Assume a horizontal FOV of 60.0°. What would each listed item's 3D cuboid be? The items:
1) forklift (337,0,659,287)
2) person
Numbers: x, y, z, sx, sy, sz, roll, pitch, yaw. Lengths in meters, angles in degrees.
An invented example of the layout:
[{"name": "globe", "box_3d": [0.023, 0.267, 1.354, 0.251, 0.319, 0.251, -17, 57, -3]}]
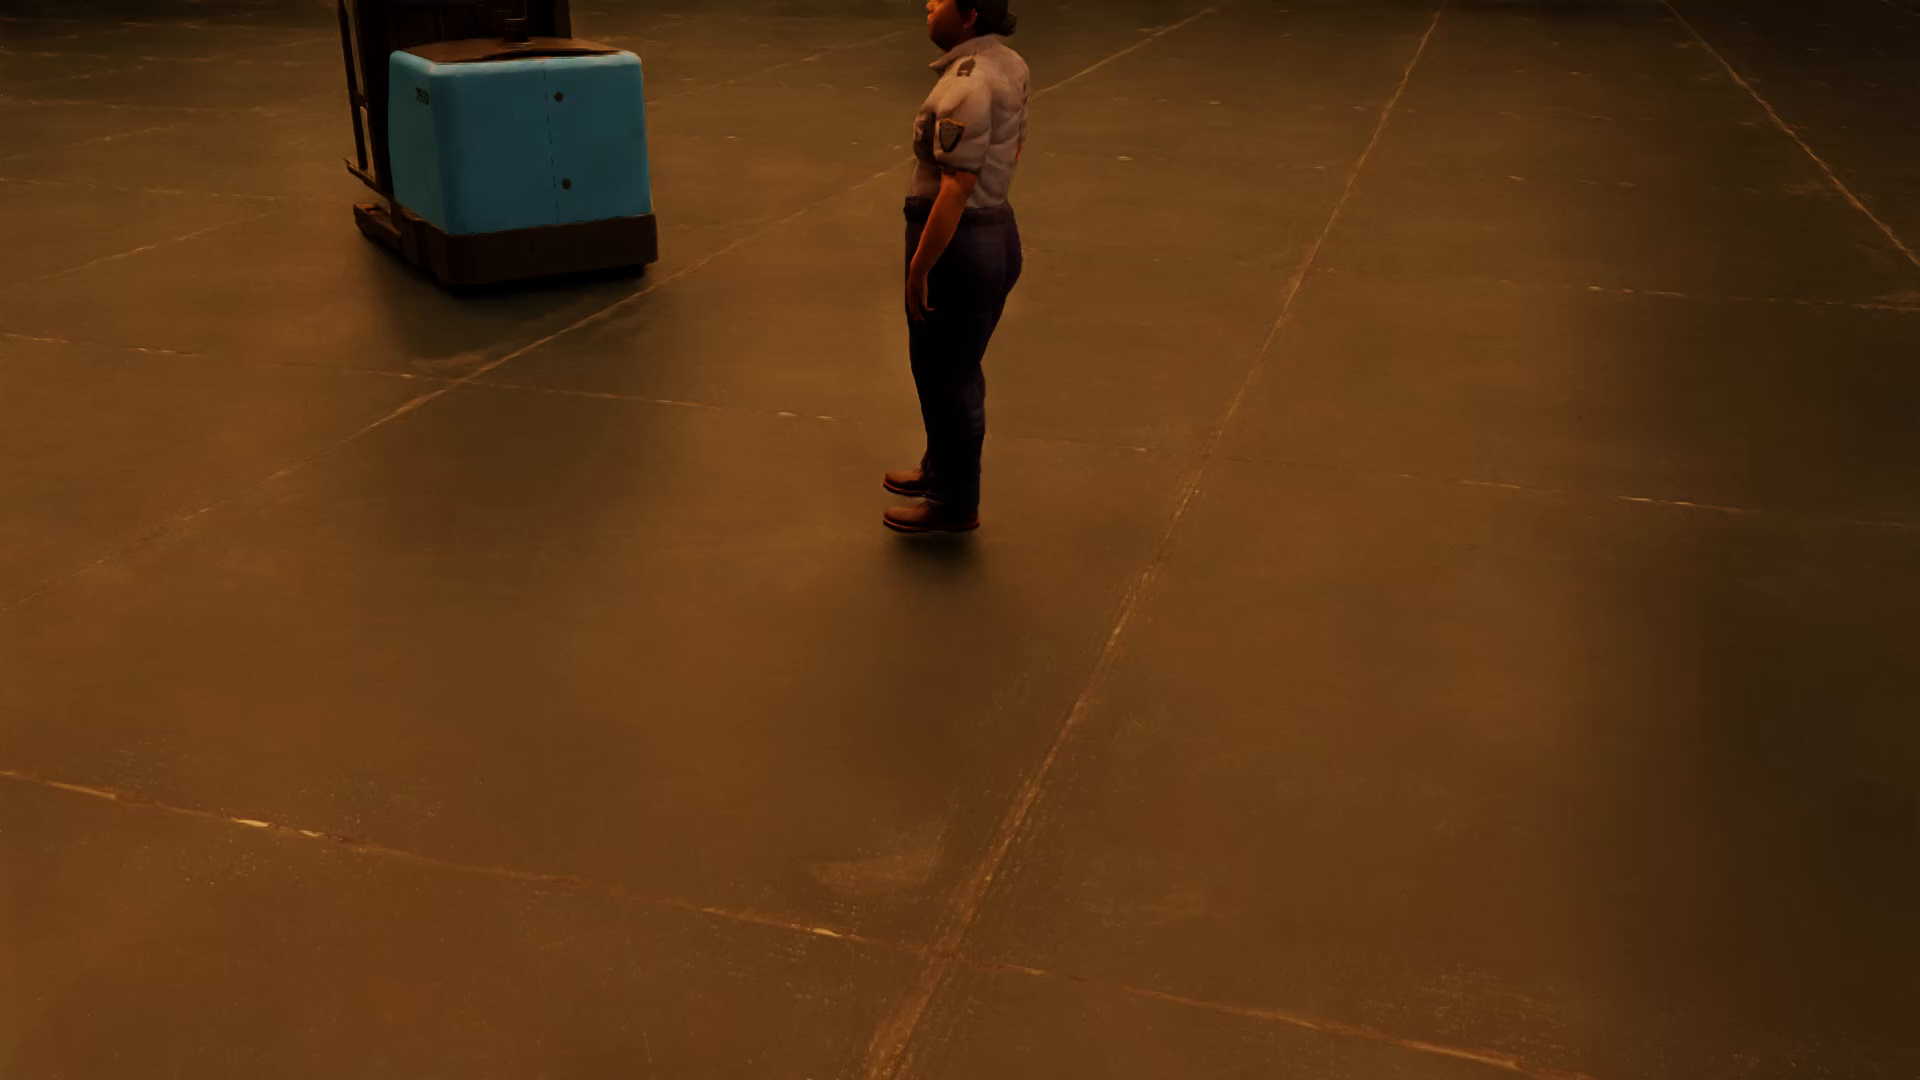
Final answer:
[{"name": "forklift", "box_3d": [-2.709, -3.073, 8.723, 1.130, 2.935, 3.031, -13, 26, -29]}, {"name": "person", "box_3d": [-0.078, -0.818, 4.835, 0.503, 1.640, 0.599, 7, 23, 16]}]
